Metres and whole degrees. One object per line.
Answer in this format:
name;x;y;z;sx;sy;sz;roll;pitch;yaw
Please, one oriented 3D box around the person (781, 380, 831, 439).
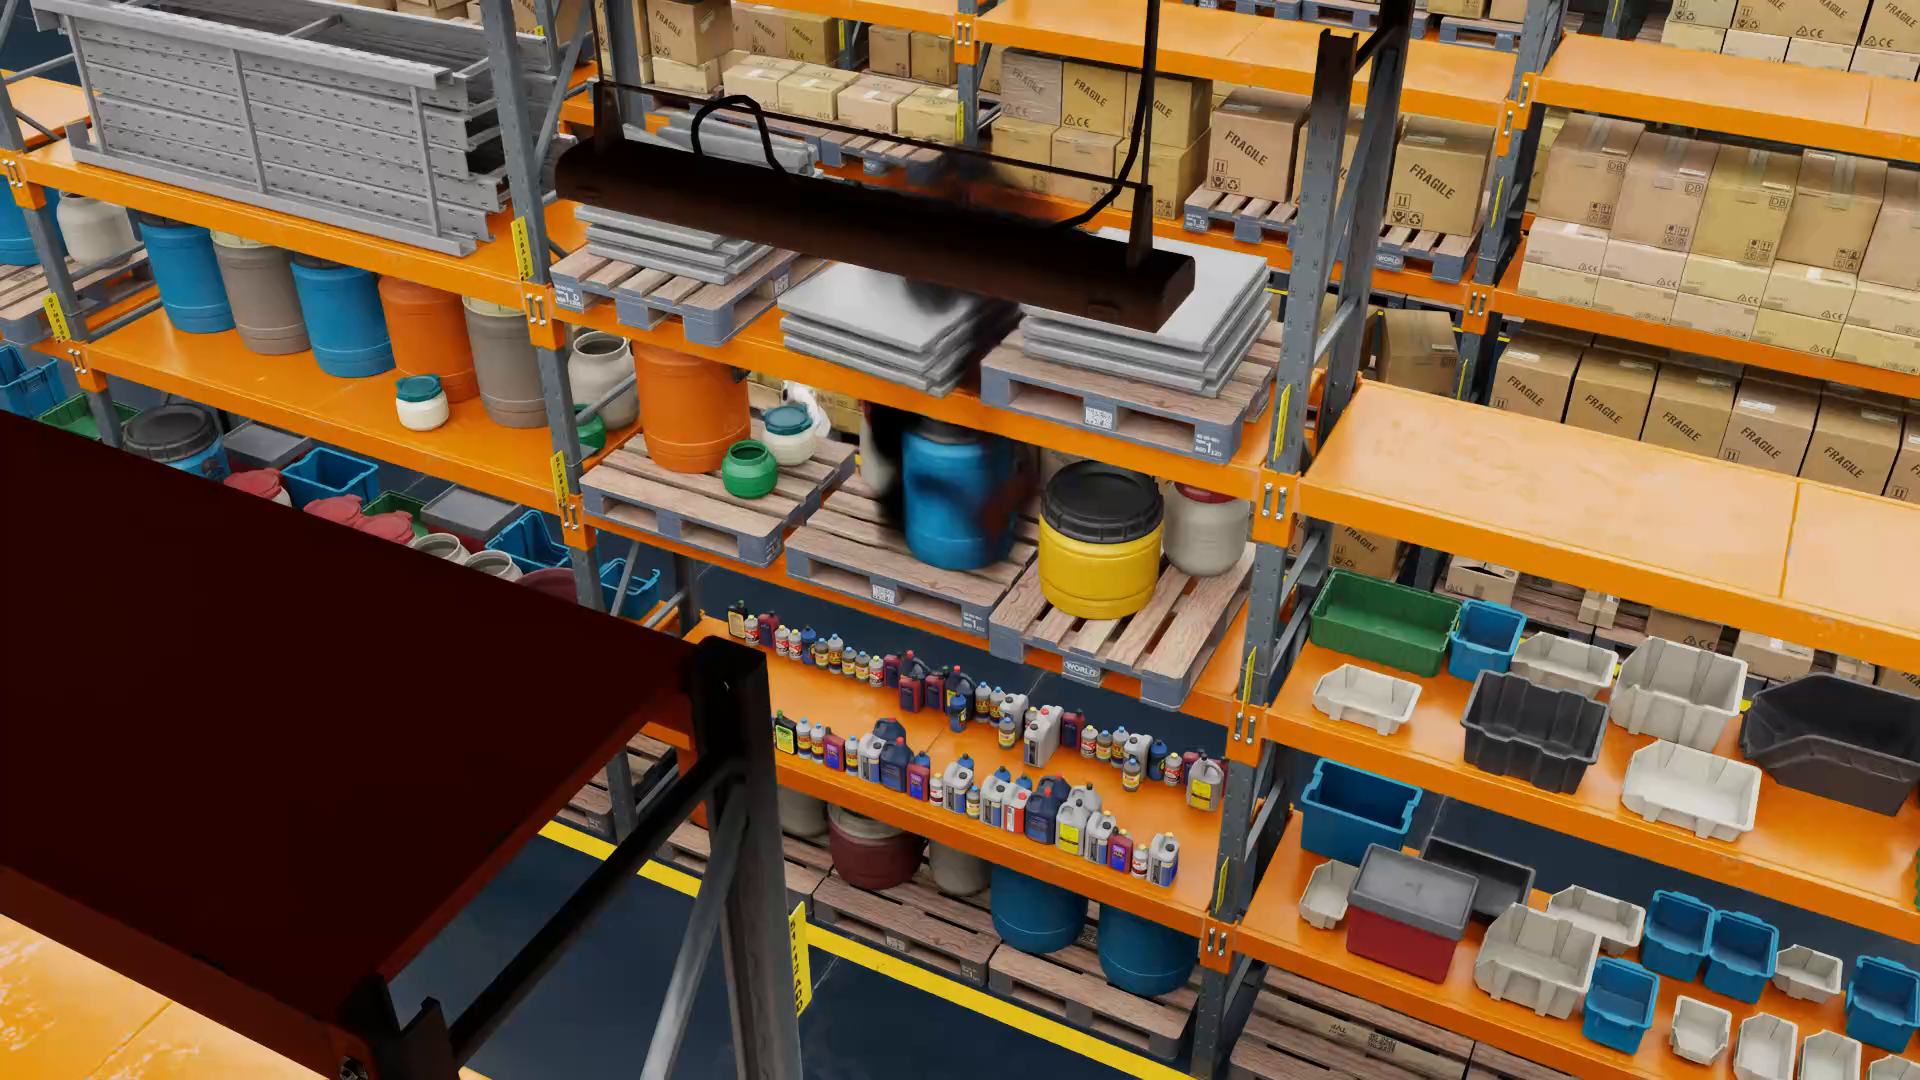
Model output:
person;-1.127;-0.828;13.138;0.641;1.668;0.616;2;35;3
